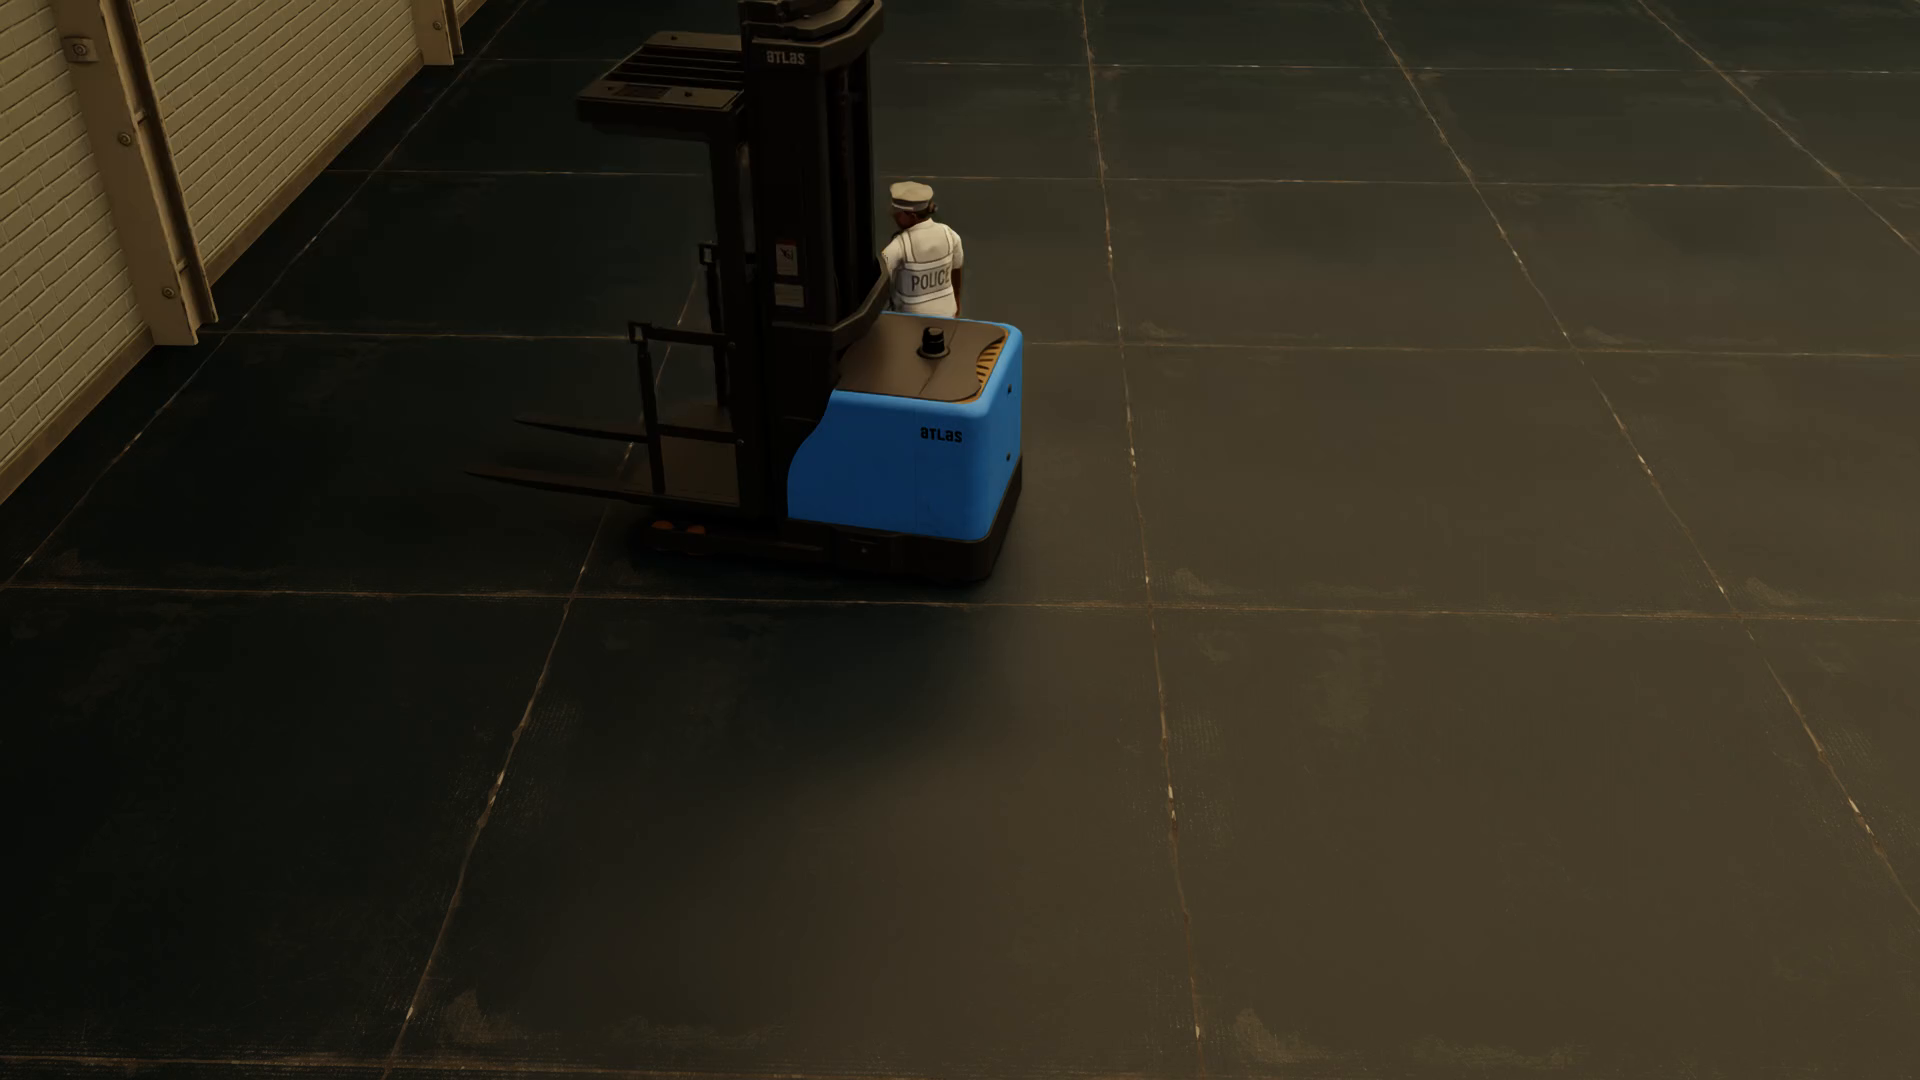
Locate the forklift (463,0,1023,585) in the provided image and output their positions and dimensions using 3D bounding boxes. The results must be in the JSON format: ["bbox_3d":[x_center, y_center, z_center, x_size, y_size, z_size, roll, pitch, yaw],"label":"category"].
[{"bbox_3d":[-1.224,-1.411,8.578,3.031,2.935,1.130,7,34,11],"label":"forklift"}]

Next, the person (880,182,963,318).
[{"bbox_3d":[-0.293,-1.304,9.677,0.748,1.642,0.636,-19,38,-26],"label":"person"}]
